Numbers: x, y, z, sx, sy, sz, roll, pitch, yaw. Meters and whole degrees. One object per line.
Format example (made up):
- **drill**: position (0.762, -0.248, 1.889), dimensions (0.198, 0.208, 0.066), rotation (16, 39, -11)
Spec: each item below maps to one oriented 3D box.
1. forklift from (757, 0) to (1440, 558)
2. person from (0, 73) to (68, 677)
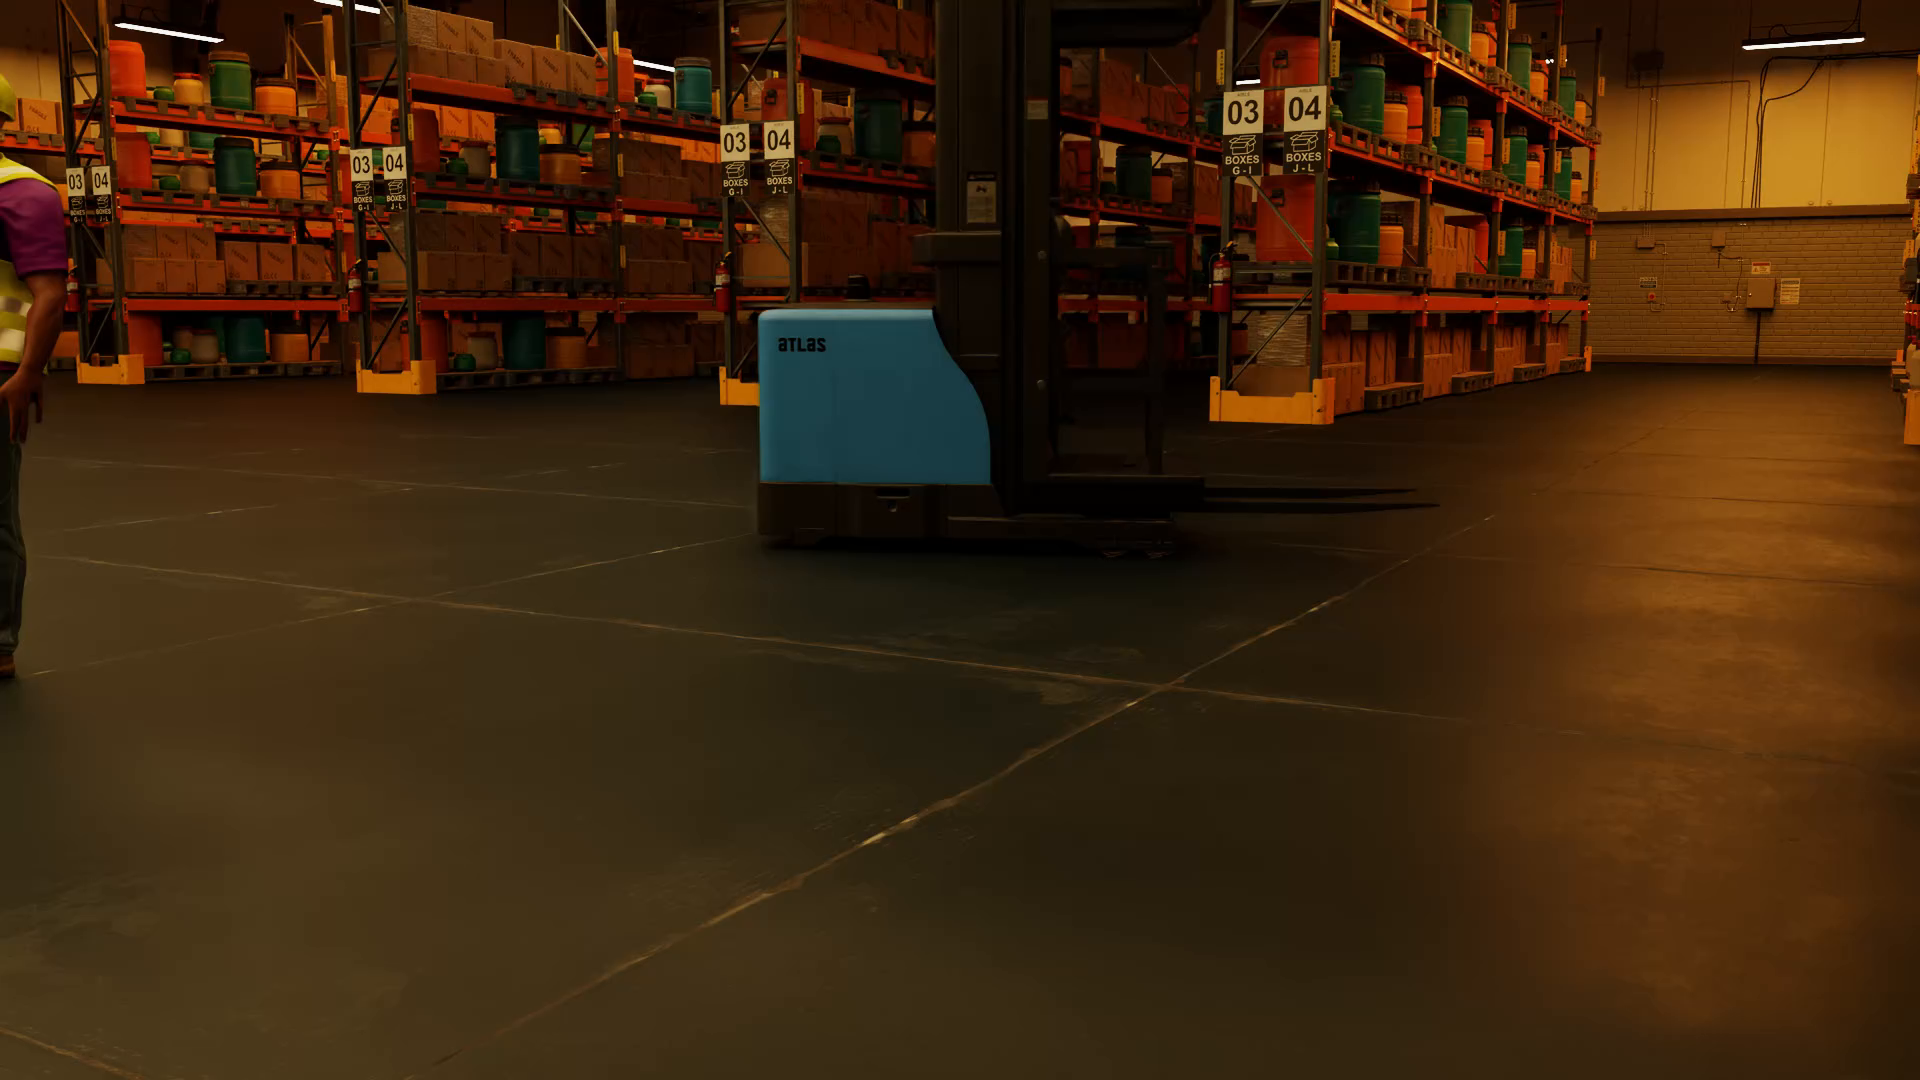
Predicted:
- **forklift**: position (0.634, -1.451, 7.607), dimensions (3.031, 2.935, 1.130), rotation (1, 8, 5)
- **person**: position (-2.877, -0.469, 4.698), dimensions (0.665, 1.766, 0.577), rotation (3, 9, 24)
